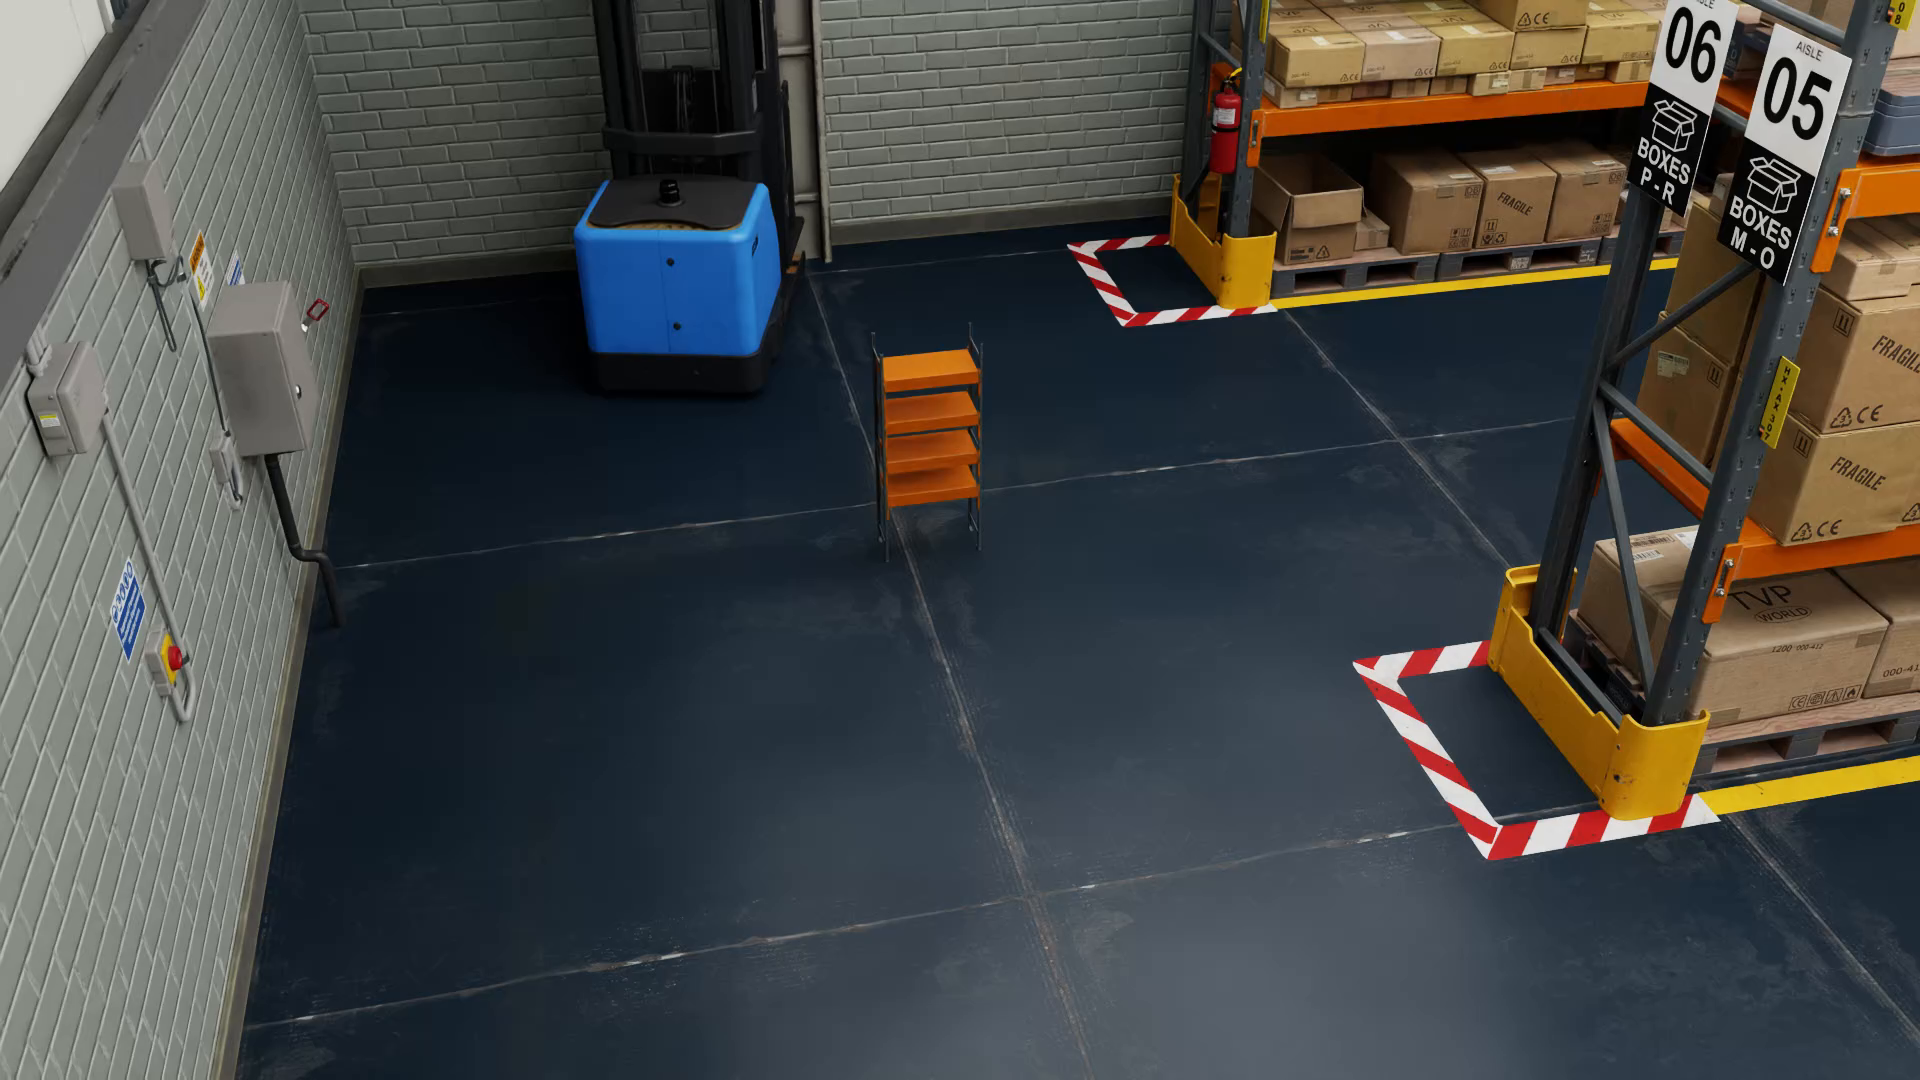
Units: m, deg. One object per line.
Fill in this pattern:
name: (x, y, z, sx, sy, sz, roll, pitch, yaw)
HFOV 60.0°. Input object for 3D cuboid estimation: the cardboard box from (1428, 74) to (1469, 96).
cardboard box: (3.093, -3.024, 10.790, 0.250, 0.149, 0.380, -7, 34, -10)

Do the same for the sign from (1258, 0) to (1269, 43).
sign: (1.827, -3.161, 9.991, 0.005, 0.325, 0.100, -7, 35, -11)

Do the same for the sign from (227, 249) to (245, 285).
sign: (-3.321, -1.056, 7.717, 0.001, 0.494, 0.329, -7, 35, -11)

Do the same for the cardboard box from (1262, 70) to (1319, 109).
cardboard box: (2.089, -2.883, 10.580, 0.250, 0.149, 0.380, -7, 35, -11)

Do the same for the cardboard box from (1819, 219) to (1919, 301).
cardboard box: (3.213, -1.018, 6.006, 0.250, 0.149, 0.380, -6, 34, -10)

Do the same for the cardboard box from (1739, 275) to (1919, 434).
cardboard box: (3.337, -0.760, 6.203, 0.500, 0.500, 0.500, -8, 35, -12)

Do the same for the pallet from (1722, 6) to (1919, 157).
pallet: (3.527, -1.705, 5.986, 1.213, 0.211, 1.003, -7, 35, -11)

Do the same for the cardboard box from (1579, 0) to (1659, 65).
cardboard box: (4.191, -3.330, 10.888, 0.500, 0.250, 0.500, -7, 35, -11)

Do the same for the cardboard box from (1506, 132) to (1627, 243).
cardboard box: (4.180, -2.468, 11.602, 0.500, 0.500, 0.700, -8, 35, -12)

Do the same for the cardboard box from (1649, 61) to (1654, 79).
cardboard box: (4.595, -3.201, 11.053, 0.250, 0.149, 0.380, -6, 34, -9)

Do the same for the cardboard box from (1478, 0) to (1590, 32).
cardboard box: (3.672, -3.563, 10.562, 0.500, 0.500, 0.500, -6, 34, -9)

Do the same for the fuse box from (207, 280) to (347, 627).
fuse box: (-3.010, -0.318, 7.688, 0.414, 1.711, 0.539, -7, 35, -11)

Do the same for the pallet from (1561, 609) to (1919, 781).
pallet: (3.569, 0.618, 7.640, 1.213, 0.211, 1.003, -7, 35, -11)

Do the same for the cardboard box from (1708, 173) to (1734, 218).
cardboard box: (3.112, -1.278, 6.393, 0.250, 0.149, 0.380, -7, 34, -10)

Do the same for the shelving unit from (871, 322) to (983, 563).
shelving unit: (-0.161, -0.478, 8.385, 0.503, 1.200, 0.258, -7, 35, -11)

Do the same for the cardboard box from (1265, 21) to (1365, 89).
cardboard box: (2.209, -3.067, 10.496, 0.500, 0.250, 0.500, -7, 34, -10)

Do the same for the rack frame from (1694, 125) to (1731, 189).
rack frame: (5.609, -3.588, 11.405, 0.127, 3.000, 1.000, -7, 35, -11)

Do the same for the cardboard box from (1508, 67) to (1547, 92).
cardboard box: (3.608, -3.058, 10.841, 0.250, 0.149, 0.380, -6, 34, -9)

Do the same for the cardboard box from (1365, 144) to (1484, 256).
cardboard box: (3.167, -2.340, 11.412, 0.500, 0.500, 0.700, -6, 34, -9)

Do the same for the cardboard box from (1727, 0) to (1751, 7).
cardboard box: (5.166, -3.454, 11.073, 0.500, 0.250, 0.500, -6, 34, -9)

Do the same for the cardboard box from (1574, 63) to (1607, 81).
cardboard box: (4.075, -3.183, 11.027, 0.250, 0.149, 0.380, -7, 34, -10)

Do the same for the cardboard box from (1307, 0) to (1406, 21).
cardboard box: (2.601, -3.421, 11.024, 0.500, 0.250, 0.500, -7, 35, -10)

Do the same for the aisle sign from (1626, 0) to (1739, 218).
aisle sign: (2.668, -1.638, 6.166, 0.004, 0.787, 0.394, -7, 35, -11)

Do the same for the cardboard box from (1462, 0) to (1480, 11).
cardboard box: (3.595, -3.543, 11.206, 0.500, 0.250, 0.500, -7, 35, -11)

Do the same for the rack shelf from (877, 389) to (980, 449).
rack shelf: (-0.161, -0.608, 8.298, 0.480, 0.148, 0.258, -7, 35, -11)

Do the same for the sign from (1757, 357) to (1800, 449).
sign: (2.923, -0.489, 5.939, 0.005, 0.325, 0.100, -7, 35, -11)

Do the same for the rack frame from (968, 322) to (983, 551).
rack frame: (0.077, -0.508, 8.430, 0.015, 1.200, 0.240, -7, 35, -11)

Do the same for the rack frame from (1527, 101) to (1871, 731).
rack frame: (2.806, -0.399, 6.653, 0.127, 3.000, 1.000, -7, 35, -11)

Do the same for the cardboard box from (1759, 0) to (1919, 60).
cardboard box: (3.225, -1.902, 5.869, 0.500, 0.250, 0.500, -10, 35, -15)

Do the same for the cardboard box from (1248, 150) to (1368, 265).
cardboard box: (2.325, -2.258, 11.286, 0.637, 0.503, 0.797, -9, 35, -12)

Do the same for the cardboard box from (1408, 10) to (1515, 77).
cardboard box: (3.195, -3.193, 10.684, 0.500, 0.250, 0.500, -8, 35, -11)

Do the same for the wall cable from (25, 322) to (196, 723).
wall cable: (-2.688, -0.128, 5.309, 0.123, 1.953, 0.585, -7, 35, -11)

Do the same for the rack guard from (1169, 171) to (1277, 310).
rack guard: (1.782, -2.068, 11.382, 0.348, 0.500, 1.175, -7, 35, -11)

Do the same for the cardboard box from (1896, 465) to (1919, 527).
cardboard box: (3.825, -0.421, 6.595, 0.500, 0.500, 0.500, -8, 35, -11)

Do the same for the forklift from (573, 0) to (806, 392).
forklift: (-1.635, -2.892, 10.430, 1.130, 2.935, 3.031, 2, 34, 2)

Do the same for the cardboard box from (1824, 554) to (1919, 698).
cardboard box: (4.319, 0.238, 7.626, 0.875, 0.438, 0.875, -6, 34, -9)

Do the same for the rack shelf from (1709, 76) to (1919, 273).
rack shelf: (4.757, -1.592, 6.384, 4.000, 0.370, 1.077, -7, 35, -11)

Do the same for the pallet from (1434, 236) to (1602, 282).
pallet: (3.747, -2.194, 11.830, 1.213, 0.211, 1.003, -7, 35, -11)

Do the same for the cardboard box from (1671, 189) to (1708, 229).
cardboard box: (5.130, -2.350, 11.742, 0.250, 0.149, 0.380, -8, 35, -12)

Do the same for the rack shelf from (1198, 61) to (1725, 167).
rack shelf: (3.658, -3.043, 11.239, 4.000, 0.370, 1.077, -7, 35, -11)

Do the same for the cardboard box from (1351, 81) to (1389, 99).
cardboard box: (2.575, -2.991, 10.740, 0.250, 0.149, 0.380, -8, 35, -11)

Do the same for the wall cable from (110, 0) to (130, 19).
wall cable: (-3.421, -3.981, 6.573, 0.133, 3.039, 2.988, -7, 35, -11)

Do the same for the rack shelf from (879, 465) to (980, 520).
rack shelf: (-0.161, -0.257, 8.533, 0.480, 0.148, 0.258, -7, 35, -11)

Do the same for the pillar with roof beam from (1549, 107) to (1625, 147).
pillar with roof beam: (5.681, -4.144, 6.849, 0.400, 9.000, 9.100, -7, 35, -11)
